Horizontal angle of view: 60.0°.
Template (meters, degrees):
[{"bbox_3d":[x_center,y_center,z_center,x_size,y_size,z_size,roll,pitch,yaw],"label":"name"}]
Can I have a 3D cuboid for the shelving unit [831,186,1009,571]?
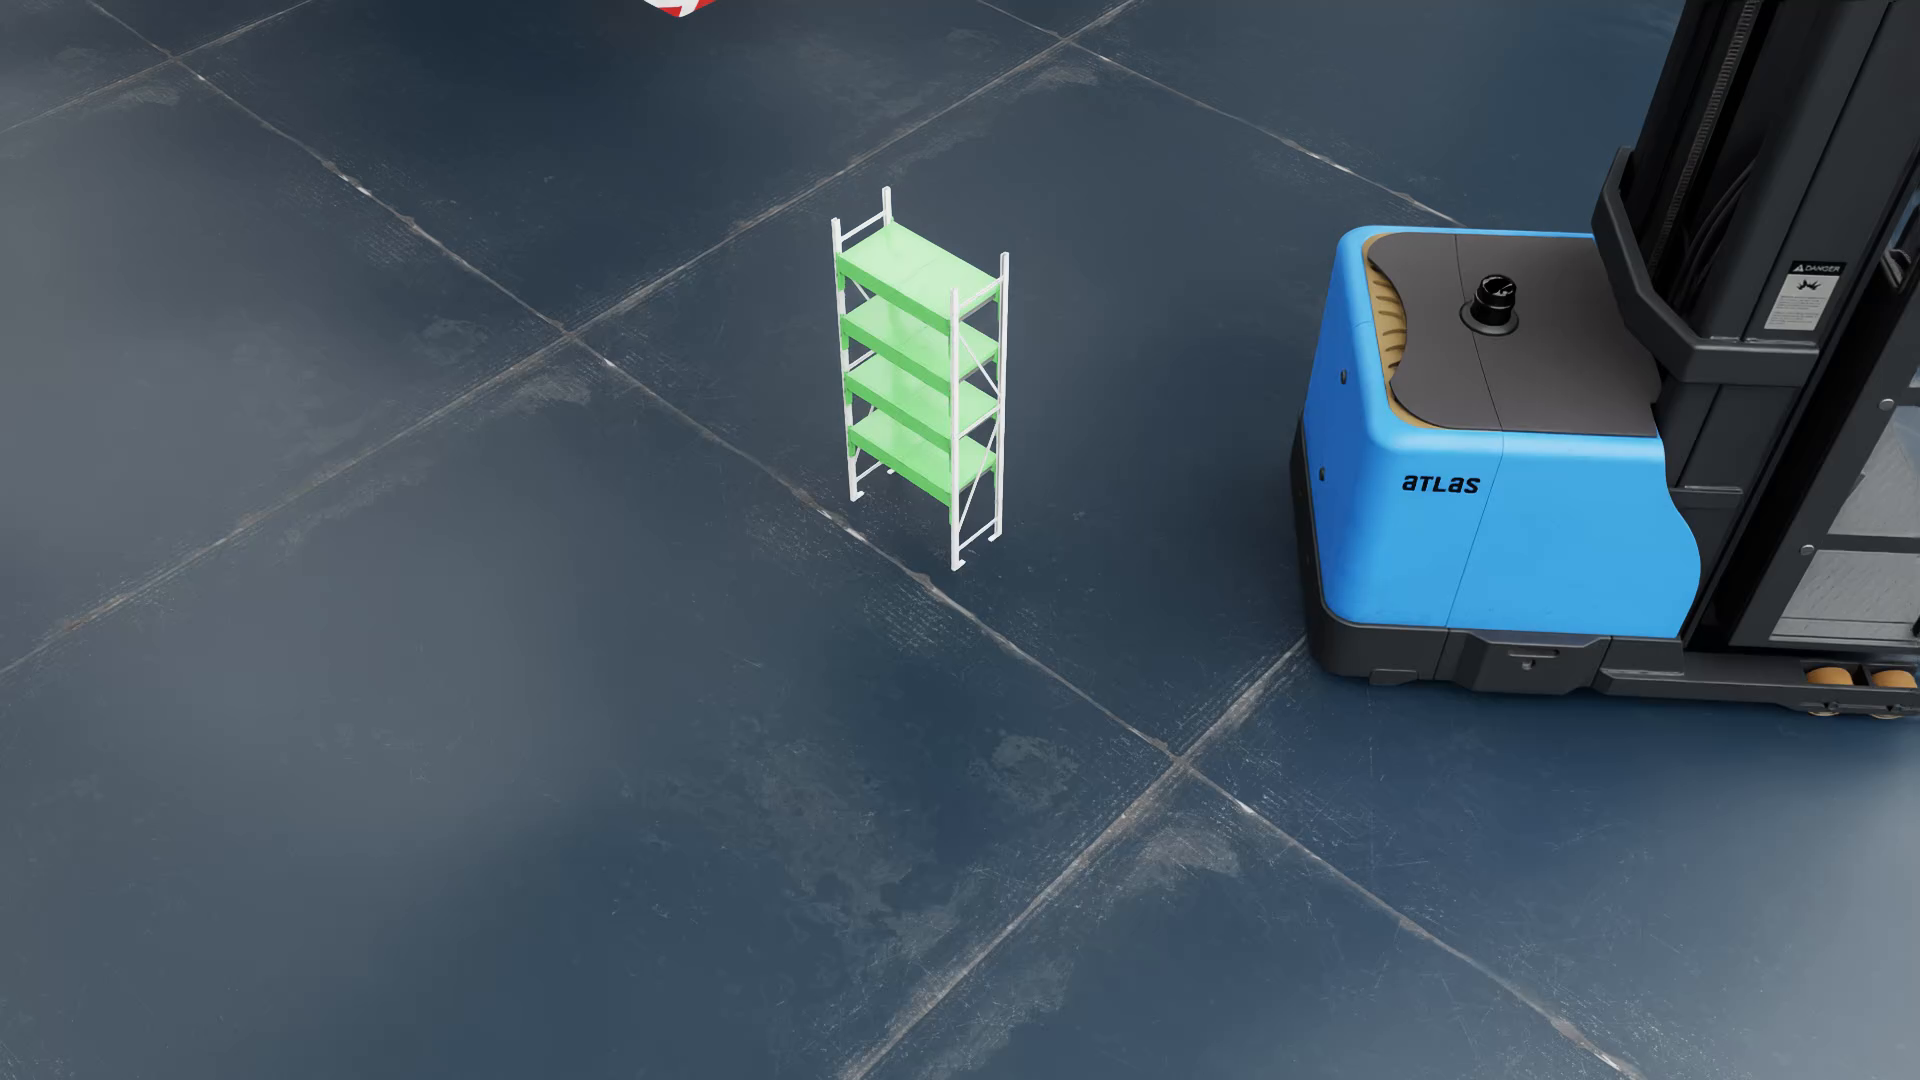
[{"bbox_3d":[-0.122,-0.493,5.389,0.503,1.200,0.258,34,55,28],"label":"shelving unit"}]

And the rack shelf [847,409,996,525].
[{"bbox_3d":[-0.122,-0.285,5.611,0.480,0.148,0.258,34,55,28],"label":"rack shelf"}]

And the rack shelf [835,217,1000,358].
[{"bbox_3d":[-0.122,-0.777,5.086,0.480,0.148,0.258,34,55,28],"label":"rack shelf"}]

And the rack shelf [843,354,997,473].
[{"bbox_3d":[-0.122,-0.449,5.436,0.480,0.148,0.258,34,55,28],"label":"rack shelf"}]

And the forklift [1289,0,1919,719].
[{"bbox_3d":[2.655,-0.845,4.532,3.031,2.935,1.130,3,47,2],"label":"forklift"}]

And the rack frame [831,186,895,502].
[{"bbox_3d":[-0.301,-0.613,5.503,0.015,1.200,0.240,34,55,28],"label":"rack frame"}]

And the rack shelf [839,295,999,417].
[{"bbox_3d":[-0.122,-0.613,5.261,0.480,0.148,0.258,34,55,28],"label":"rack shelf"}]

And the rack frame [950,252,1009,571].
[{"bbox_3d":[0.058,-0.372,5.276,0.015,1.200,0.240,34,55,28],"label":"rack frame"}]
